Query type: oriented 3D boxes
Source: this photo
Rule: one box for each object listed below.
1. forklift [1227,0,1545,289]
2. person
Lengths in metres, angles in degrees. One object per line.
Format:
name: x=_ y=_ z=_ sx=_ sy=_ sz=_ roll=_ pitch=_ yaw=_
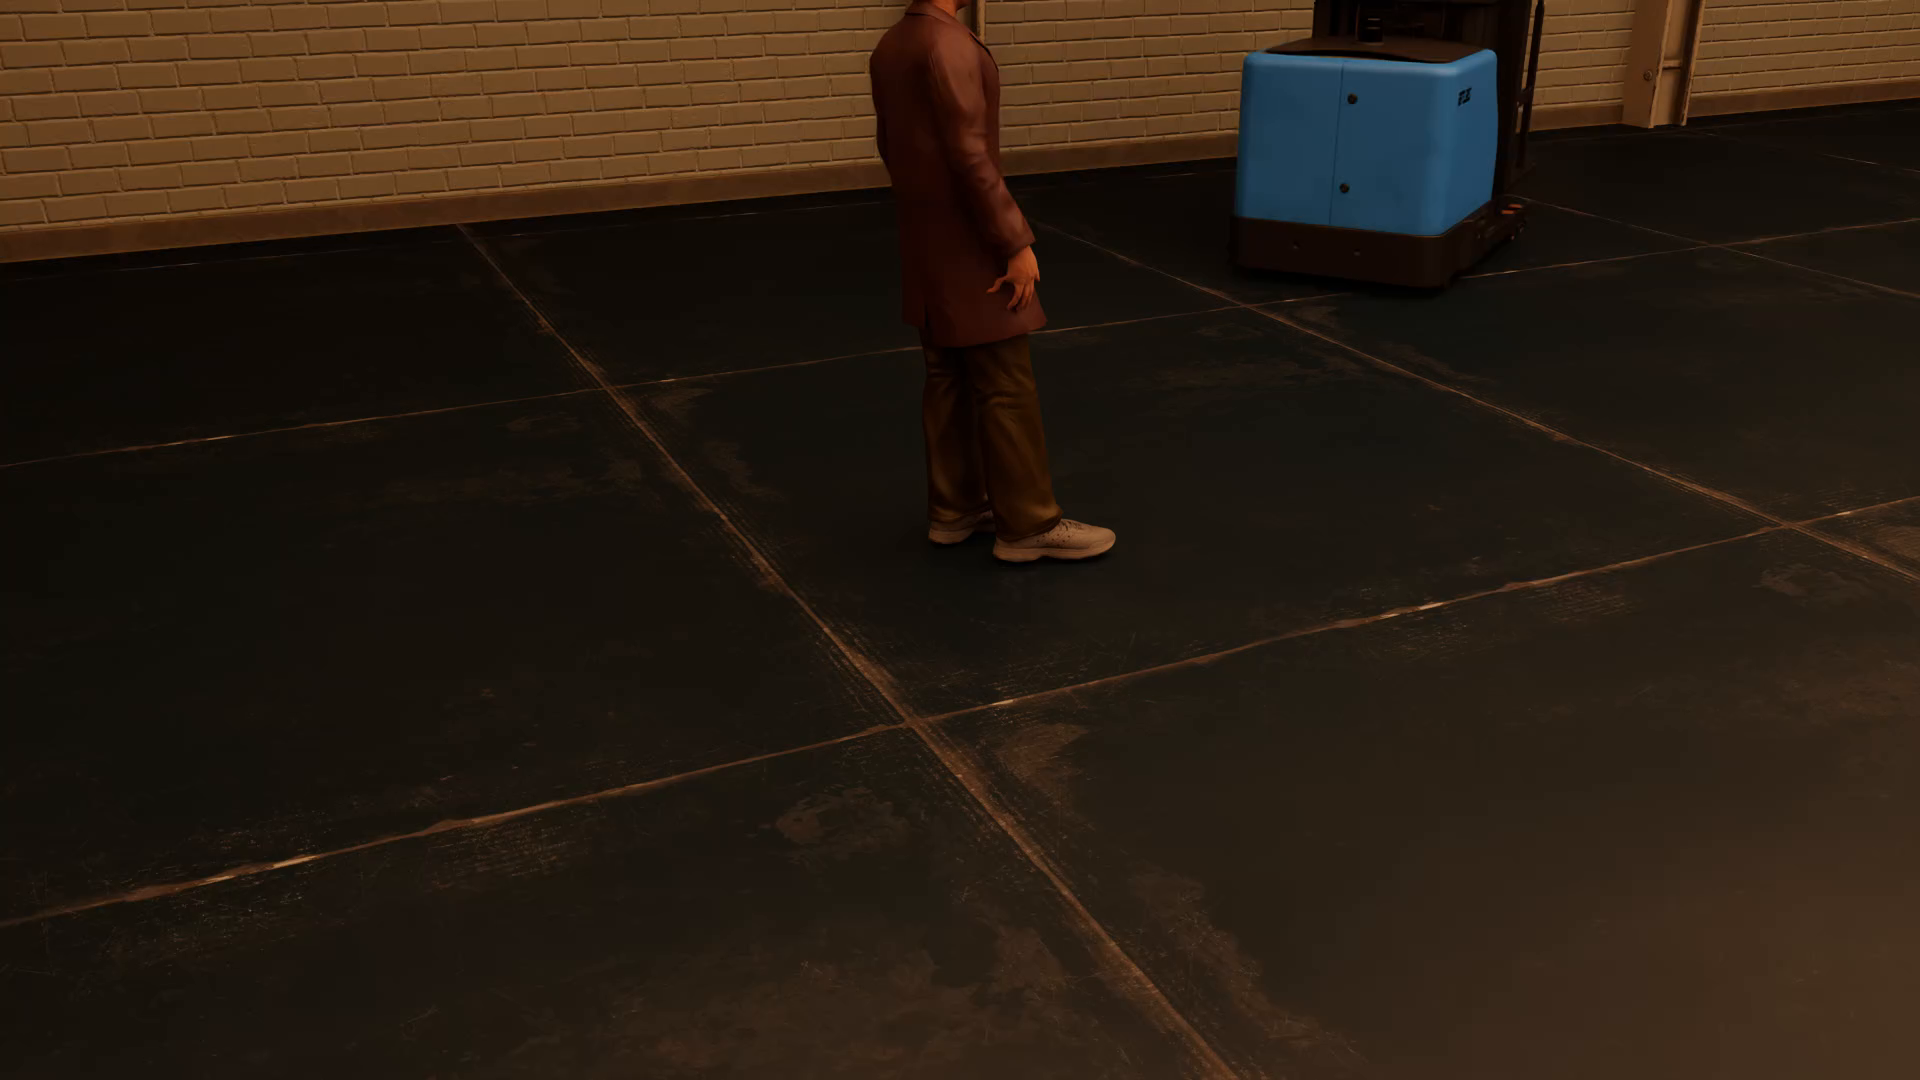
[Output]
forklift: x=2.487 y=-3.052 z=8.634 sx=1.130 sy=2.935 sz=3.031 roll=12 pitch=26 yaw=27
person: x=0.085 y=-0.841 z=4.796 sx=0.579 sy=1.778 sz=0.696 roll=-10 pitch=25 yaw=-23
